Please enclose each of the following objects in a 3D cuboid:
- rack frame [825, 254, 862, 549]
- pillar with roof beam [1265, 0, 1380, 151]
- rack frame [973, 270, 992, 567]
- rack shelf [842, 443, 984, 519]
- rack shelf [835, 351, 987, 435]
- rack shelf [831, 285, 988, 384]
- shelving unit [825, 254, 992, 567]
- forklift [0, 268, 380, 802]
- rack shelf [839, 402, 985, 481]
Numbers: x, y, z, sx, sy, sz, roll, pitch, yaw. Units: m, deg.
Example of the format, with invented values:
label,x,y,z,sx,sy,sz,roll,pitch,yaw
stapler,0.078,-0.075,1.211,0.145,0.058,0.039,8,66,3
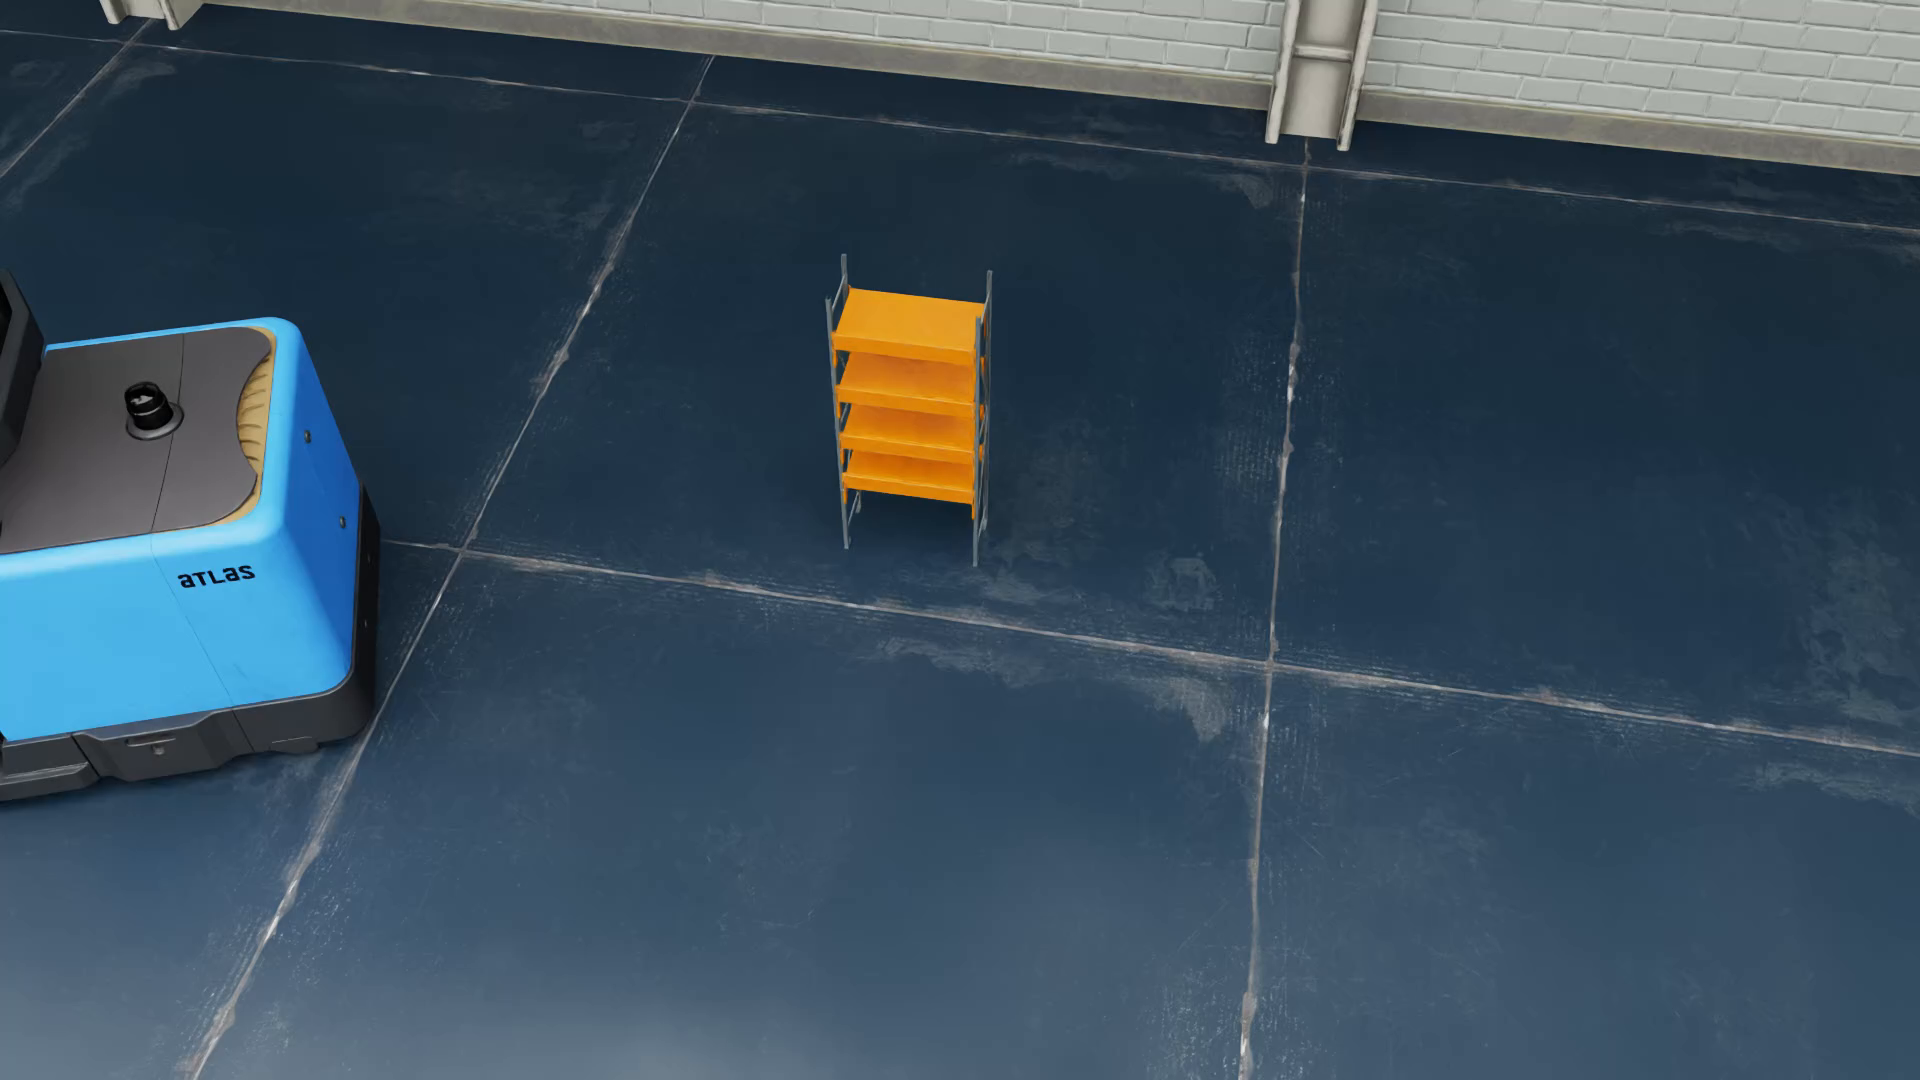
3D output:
label,x,y,z,sx,sy,sz,roll,pitch,yaw
rack frame,-0.403,-0.455,5.852,0.015,1.200,0.240,8,49,7
pillar with roof beam,0.917,-1.846,1.859,0.400,9.000,9.100,8,49,7
rack frame,0.077,-0.391,5.794,0.015,1.200,0.240,8,49,7
rack shelf,-0.163,-0.245,6.021,0.480,0.148,0.258,8,49,7
rack shelf,-0.163,-0.527,5.707,0.480,0.148,0.258,8,49,7
rack shelf,-0.163,-0.686,5.531,0.480,0.148,0.258,8,49,7
shelving unit,-0.163,-0.423,5.823,0.503,1.200,0.258,8,49,7
forklift,-3.557,-0.439,4.674,3.031,2.935,1.130,-9,49,-8
rack shelf,-0.163,-0.378,5.873,0.480,0.148,0.258,8,49,7
